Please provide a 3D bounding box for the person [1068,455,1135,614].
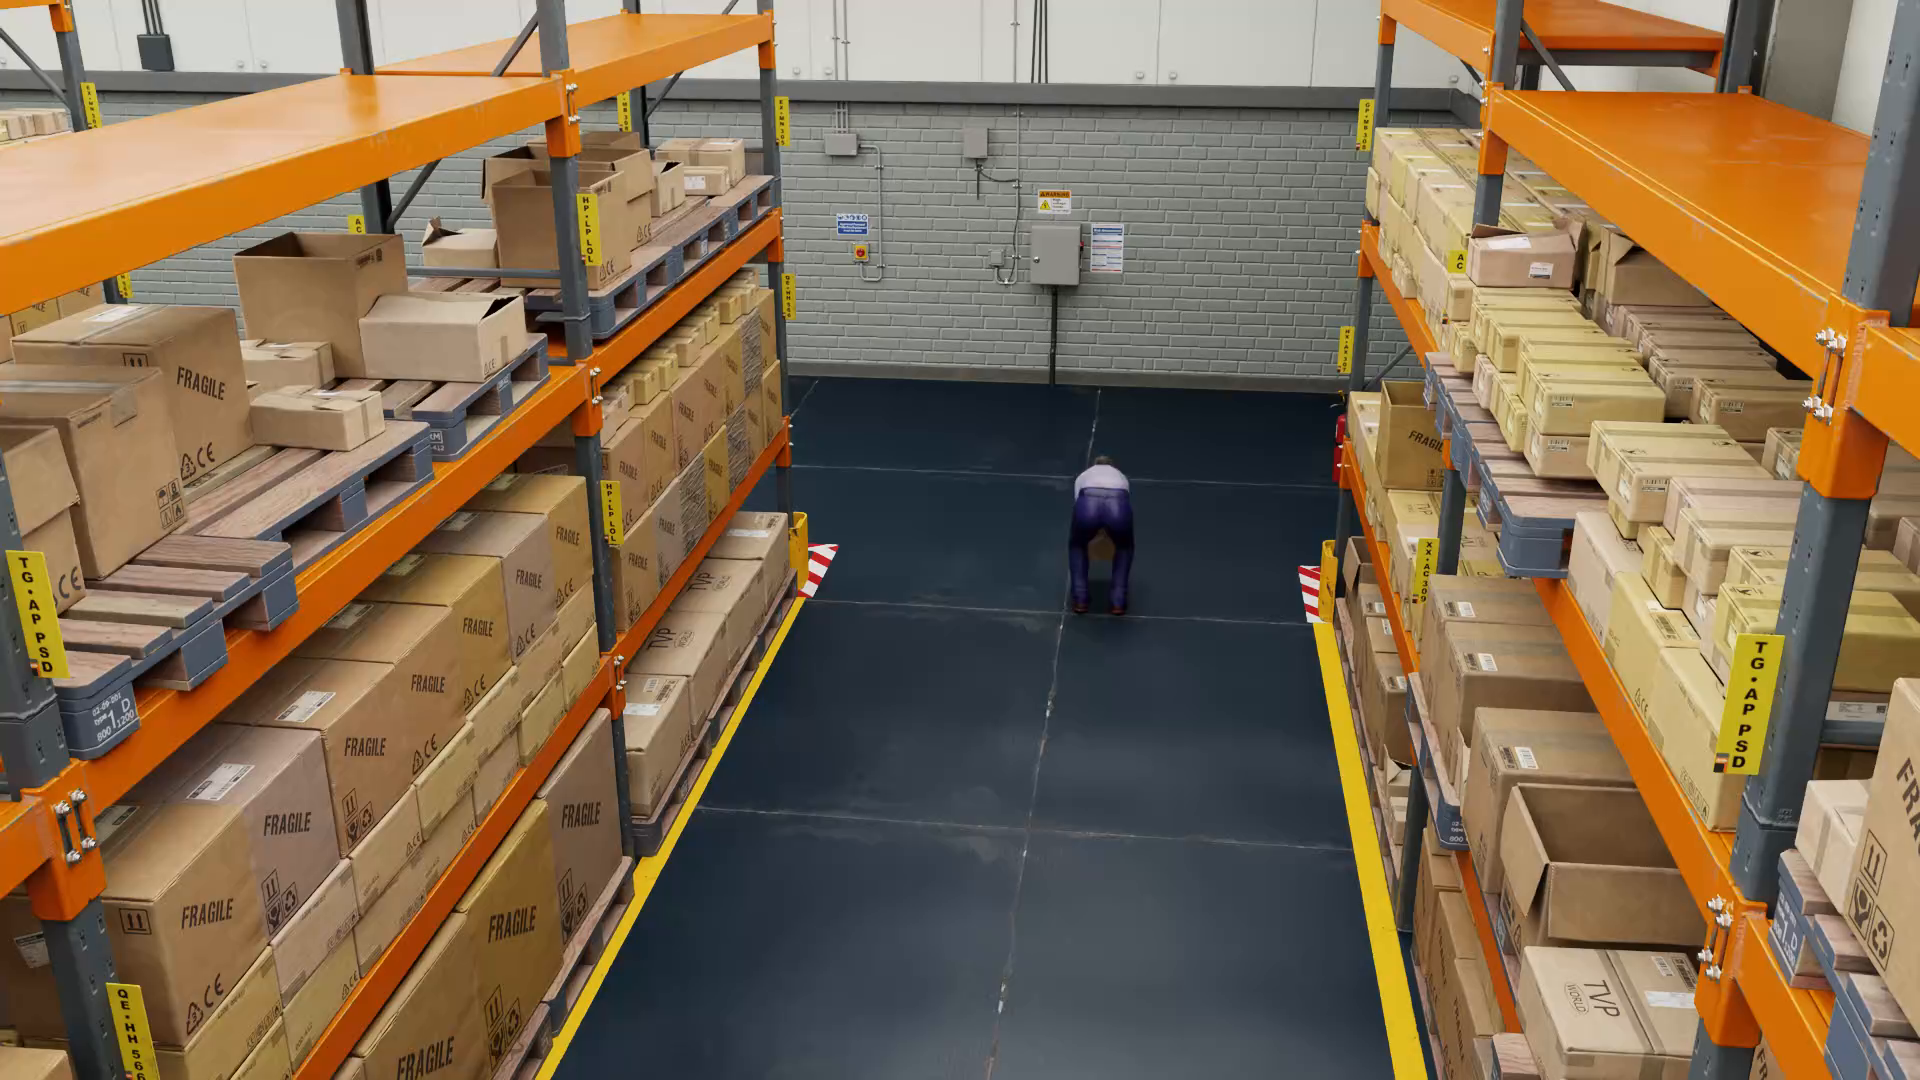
[{"bbox_3d":[1.030,-0.044,12.108,0.482,1.004,0.910,2,21,4],"label":"person"}]
